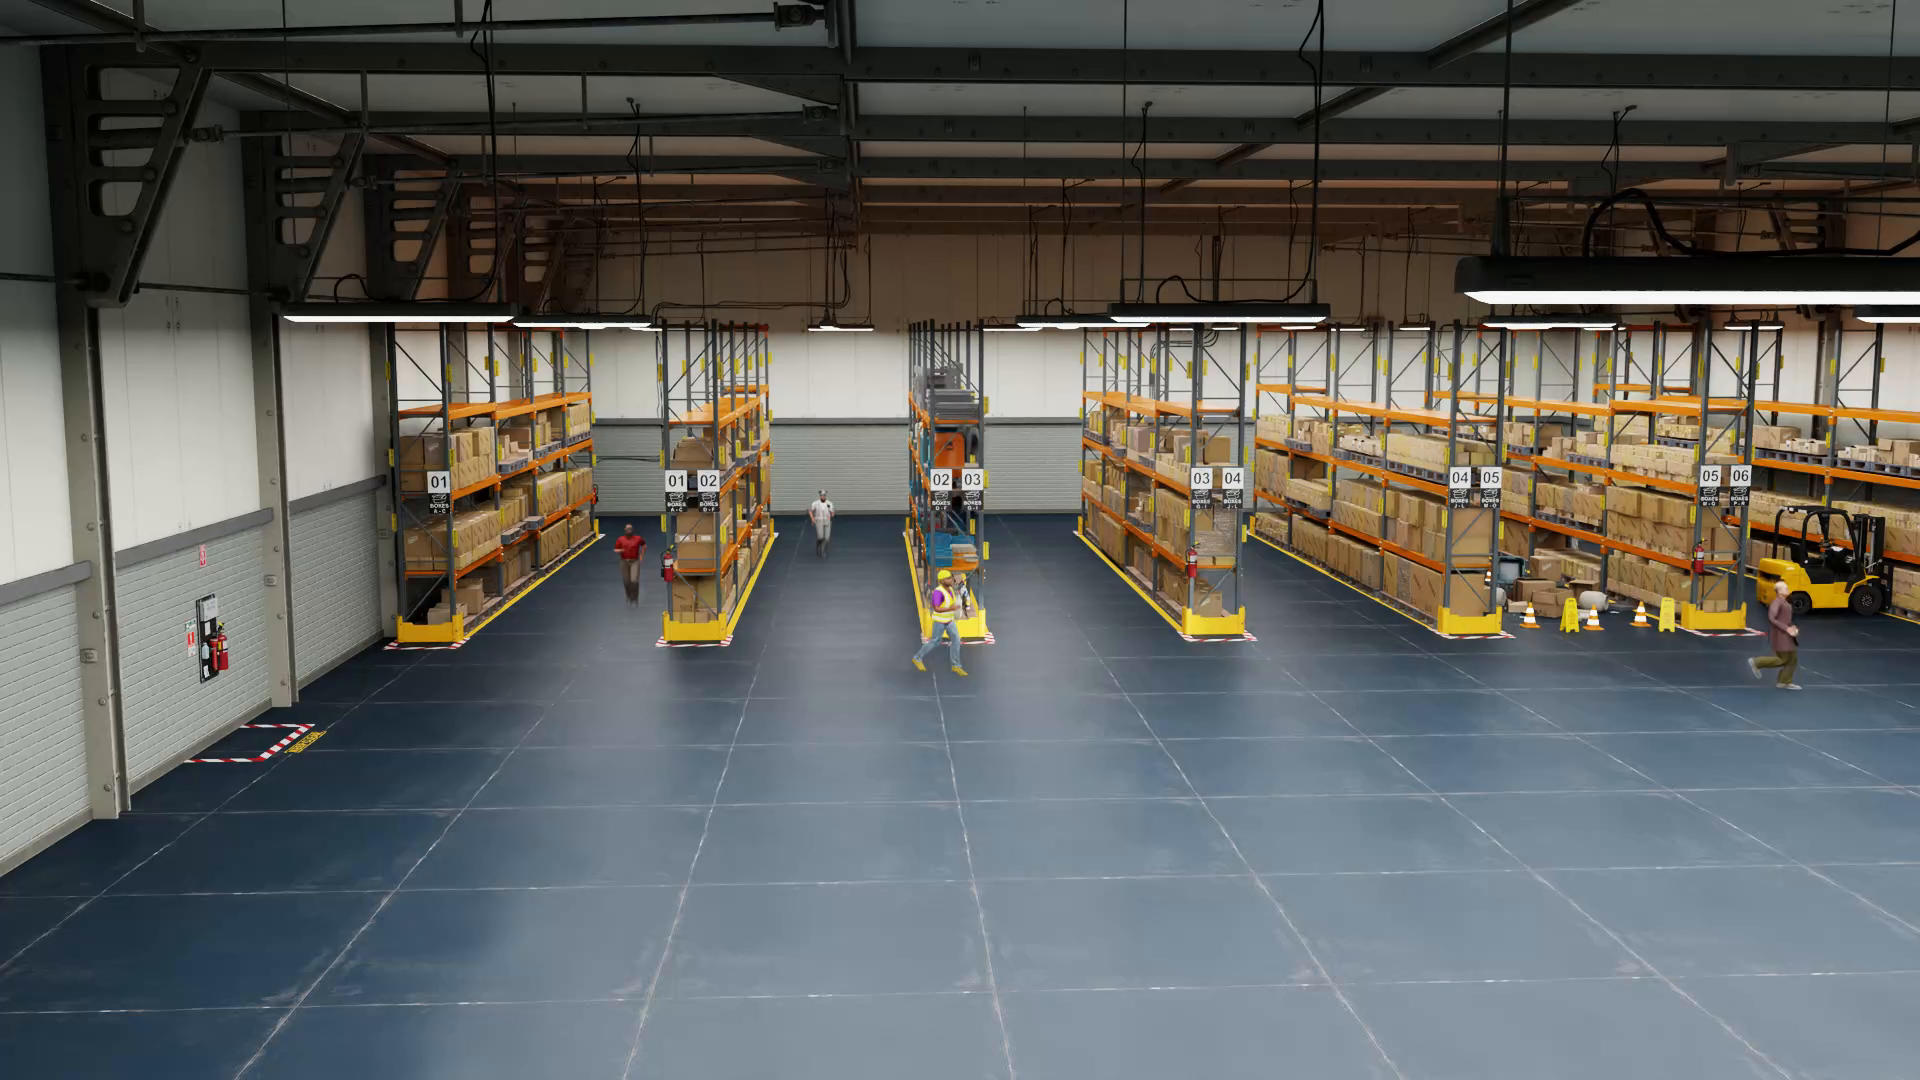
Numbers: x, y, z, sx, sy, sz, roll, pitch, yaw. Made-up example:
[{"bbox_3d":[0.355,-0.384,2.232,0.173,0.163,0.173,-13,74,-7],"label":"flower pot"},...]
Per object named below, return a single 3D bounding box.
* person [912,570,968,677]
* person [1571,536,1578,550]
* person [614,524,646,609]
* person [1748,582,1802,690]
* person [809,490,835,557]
[{"bbox_3d":[-0.323,1.390,28.031,0.948,1.801,0.712,4,8,29],"label":"person"},{"bbox_3d":[15.767,-0.442,42.850,0.669,1.813,0.704,-1,7,-7],"label":"person"},{"bbox_3d":[-6.947,0.556,35.012,0.640,1.791,0.755,0,7,-4],"label":"person"},{"bbox_3d":[13.261,1.583,26.966,0.799,1.652,0.723,5,9,37],"label":"person"},{"bbox_3d":[-3.518,-0.426,42.753,0.651,1.740,0.602,-2,7,-16],"label":"person"}]
